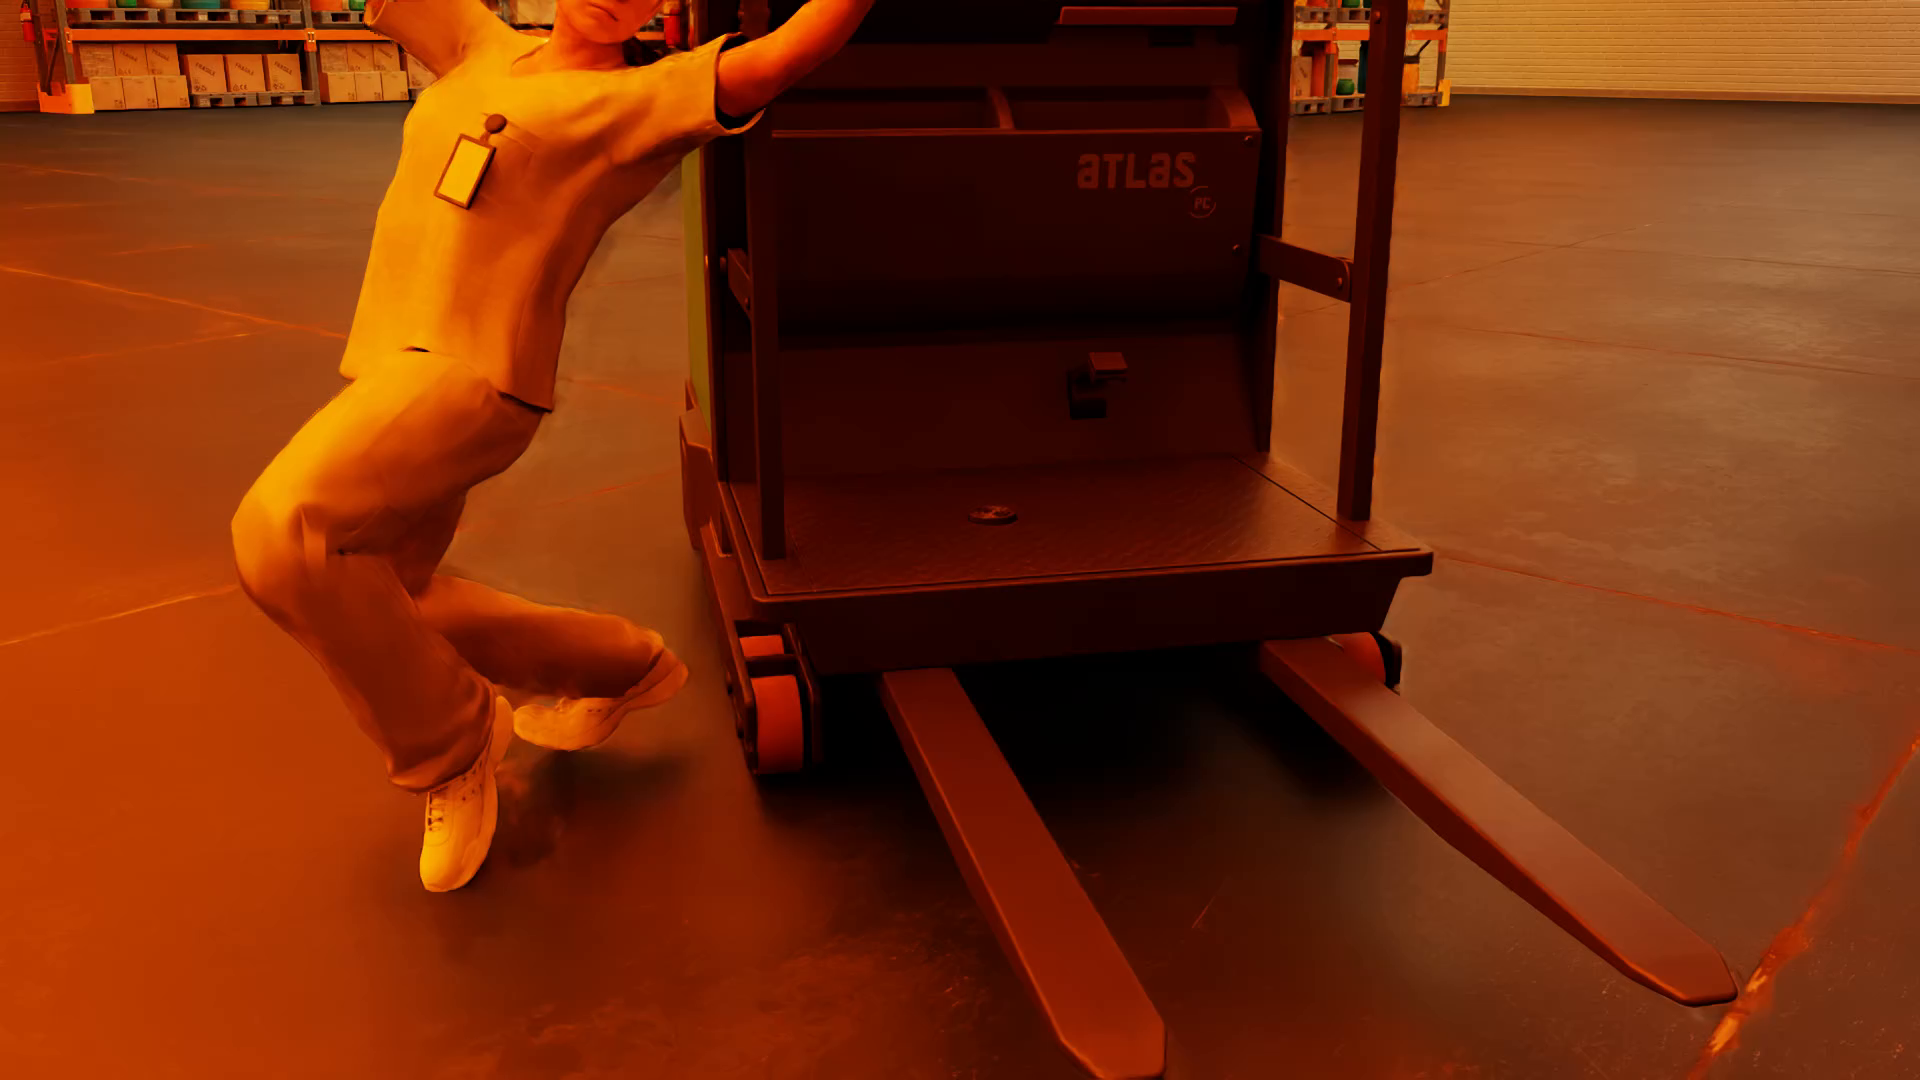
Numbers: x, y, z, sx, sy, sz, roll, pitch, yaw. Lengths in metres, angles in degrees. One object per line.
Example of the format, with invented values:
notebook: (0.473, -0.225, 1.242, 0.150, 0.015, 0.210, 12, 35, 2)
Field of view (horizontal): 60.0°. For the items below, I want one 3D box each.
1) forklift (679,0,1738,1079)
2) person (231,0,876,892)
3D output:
forklift: (0.127, -1.140, 2.652, 1.130, 2.935, 3.031, -4, 17, -12)
person: (-0.567, -0.268, 2.227, 0.984, 1.540, 0.810, 16, 23, 43)
